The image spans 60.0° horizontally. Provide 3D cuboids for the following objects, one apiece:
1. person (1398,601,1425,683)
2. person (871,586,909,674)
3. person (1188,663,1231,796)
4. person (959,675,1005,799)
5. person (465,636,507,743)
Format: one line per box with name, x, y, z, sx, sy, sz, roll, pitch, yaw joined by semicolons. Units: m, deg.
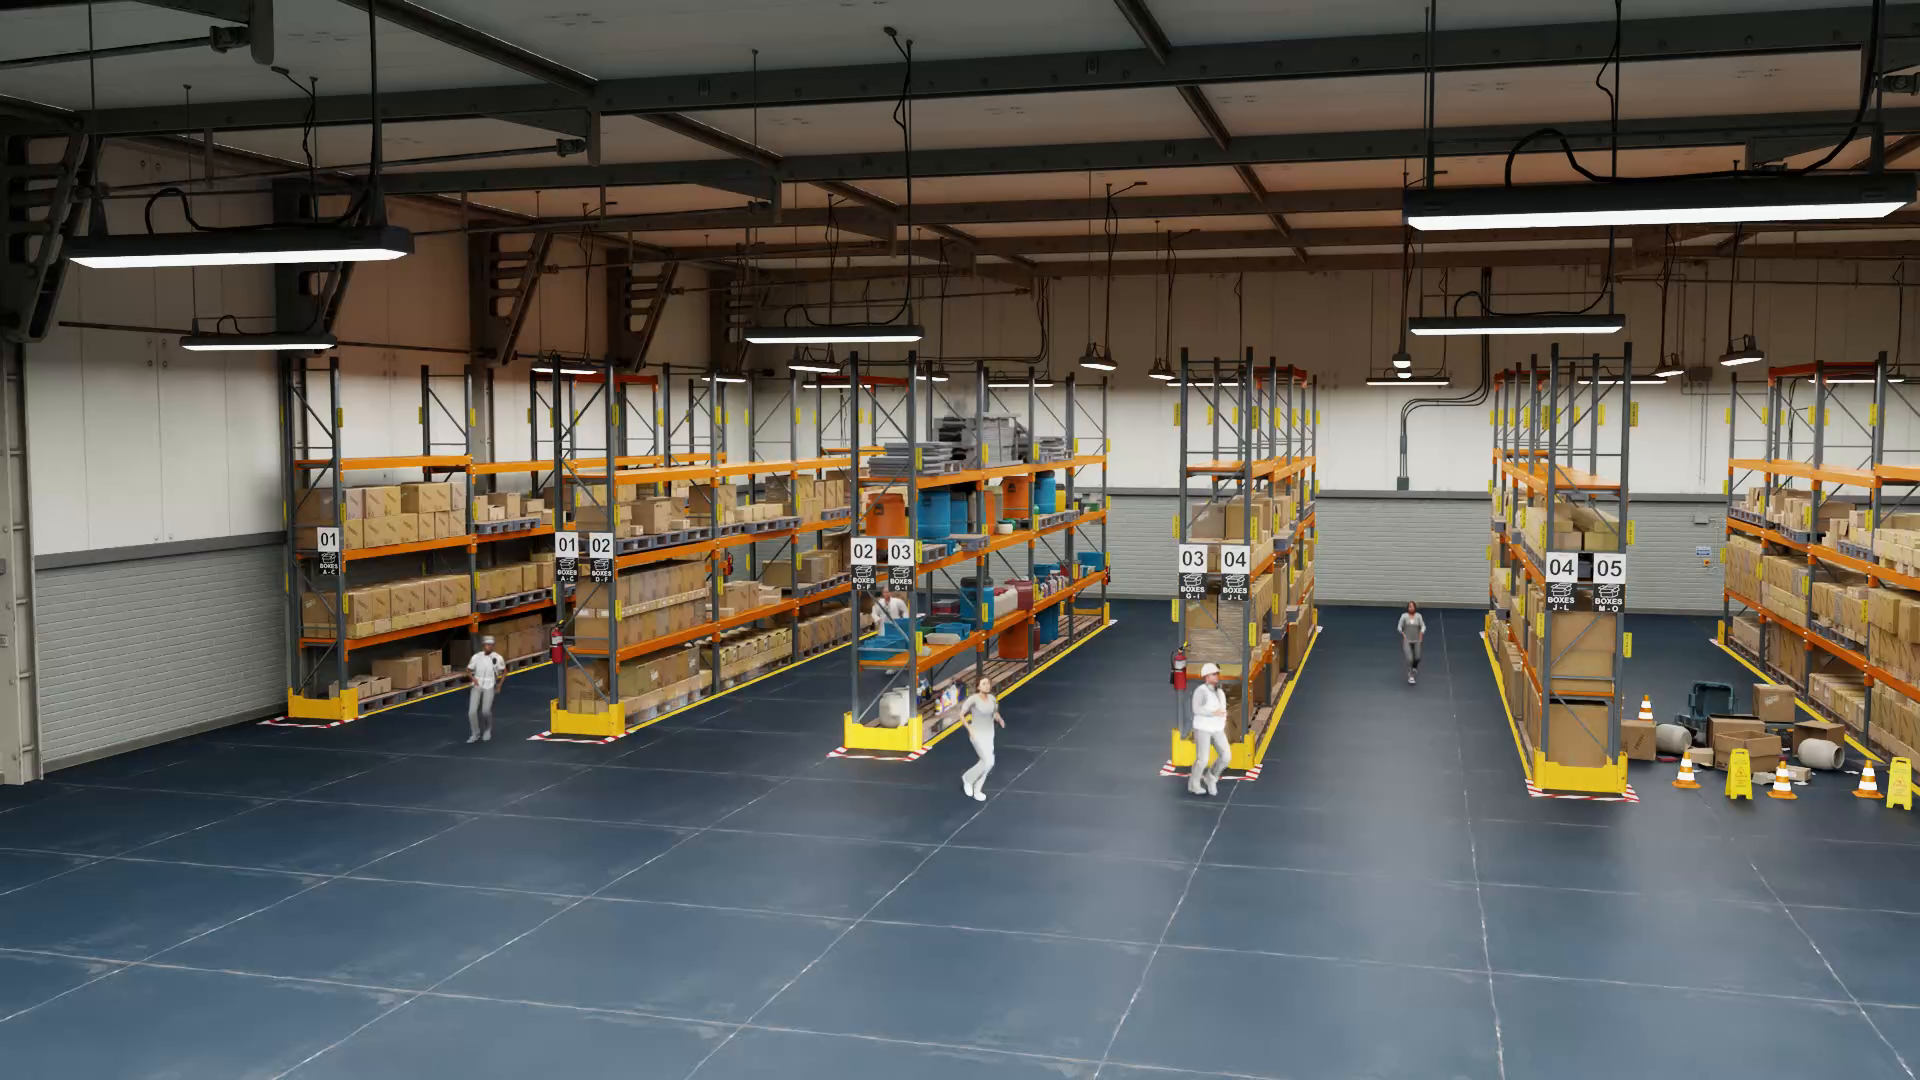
person;8.511;1.924;31.347;0.512;1.554;0.530;1;4;10
person;-1.387;1.757;32.221;0.677;1.737;0.785;1;4;12
person;3.348;2.521;22.010;0.684;1.785;0.659;-3;5;-33
person;0.328;2.586;21.776;0.551;1.637;0.558;-4;6;-41
person;-7.366;2.304;25.776;0.598;1.642;0.517;0;4;-4
